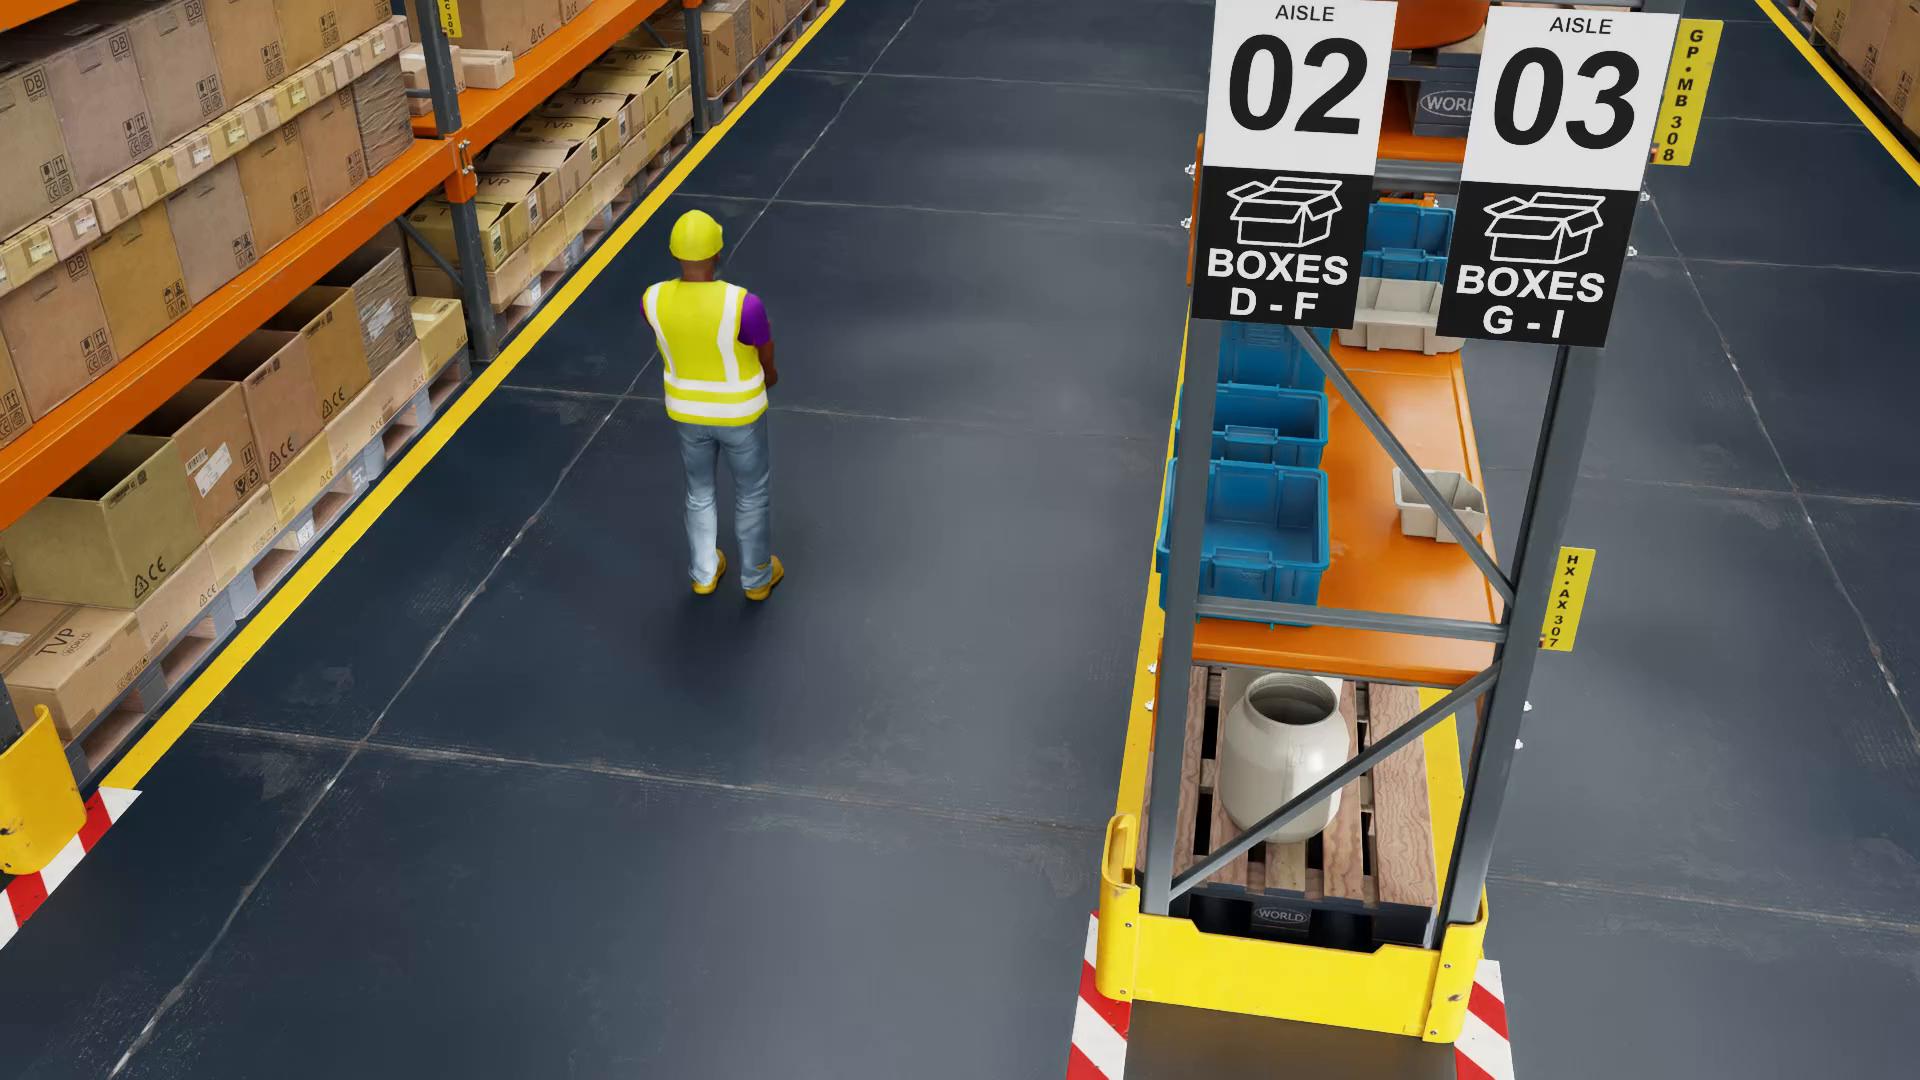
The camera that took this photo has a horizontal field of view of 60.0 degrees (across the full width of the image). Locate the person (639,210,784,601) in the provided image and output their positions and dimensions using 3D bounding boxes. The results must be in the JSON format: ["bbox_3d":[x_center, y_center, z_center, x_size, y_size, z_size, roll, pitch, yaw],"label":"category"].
[{"bbox_3d":[-1.009,-0.601,7.072,0.505,1.762,0.571,6,33,9],"label":"person"}]
